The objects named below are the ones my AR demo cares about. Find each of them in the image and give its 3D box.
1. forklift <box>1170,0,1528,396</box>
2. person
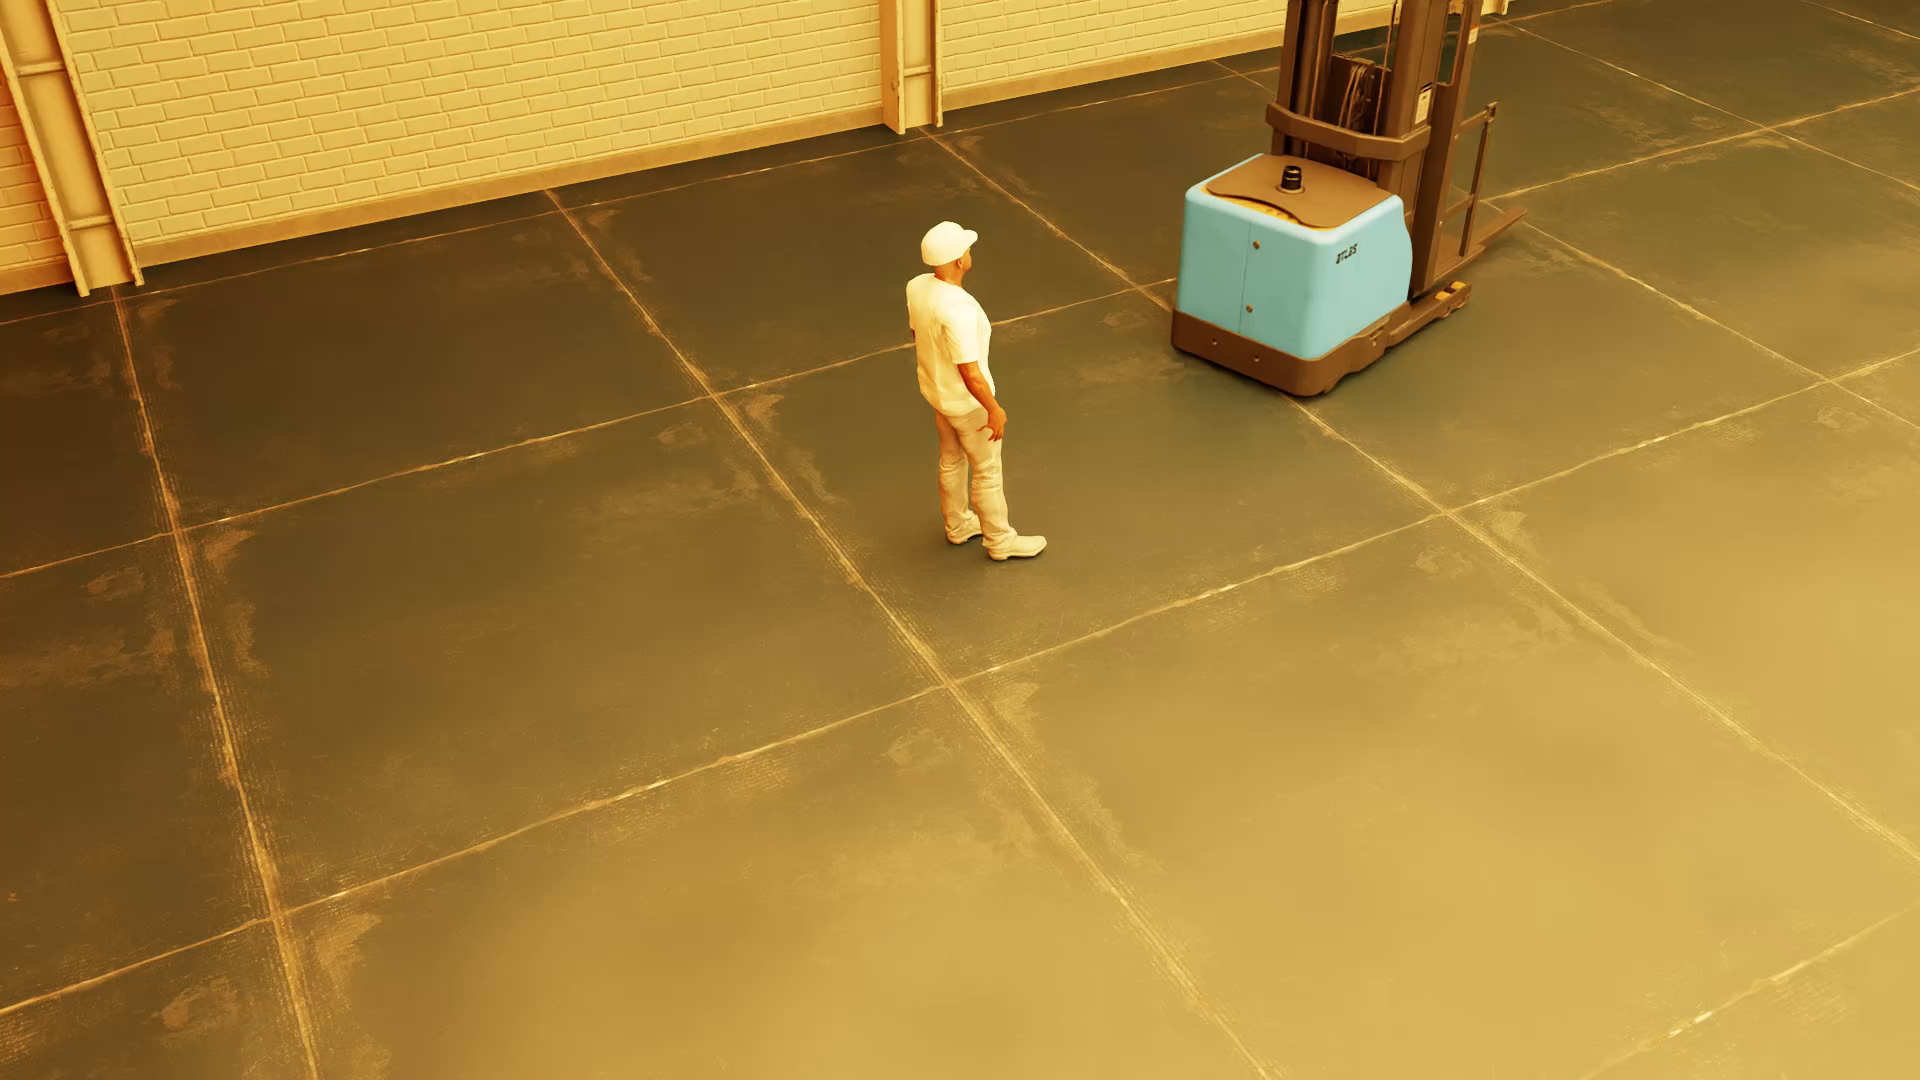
[{"bbox_3d":[2.669,-2.801,10.085,1.130,2.935,3.031,28,44,34],"label":"forklift"},{"bbox_3d":[0.064,-0.743,8.172,0.575,1.768,0.666,-17,39,-23],"label":"person"}]
